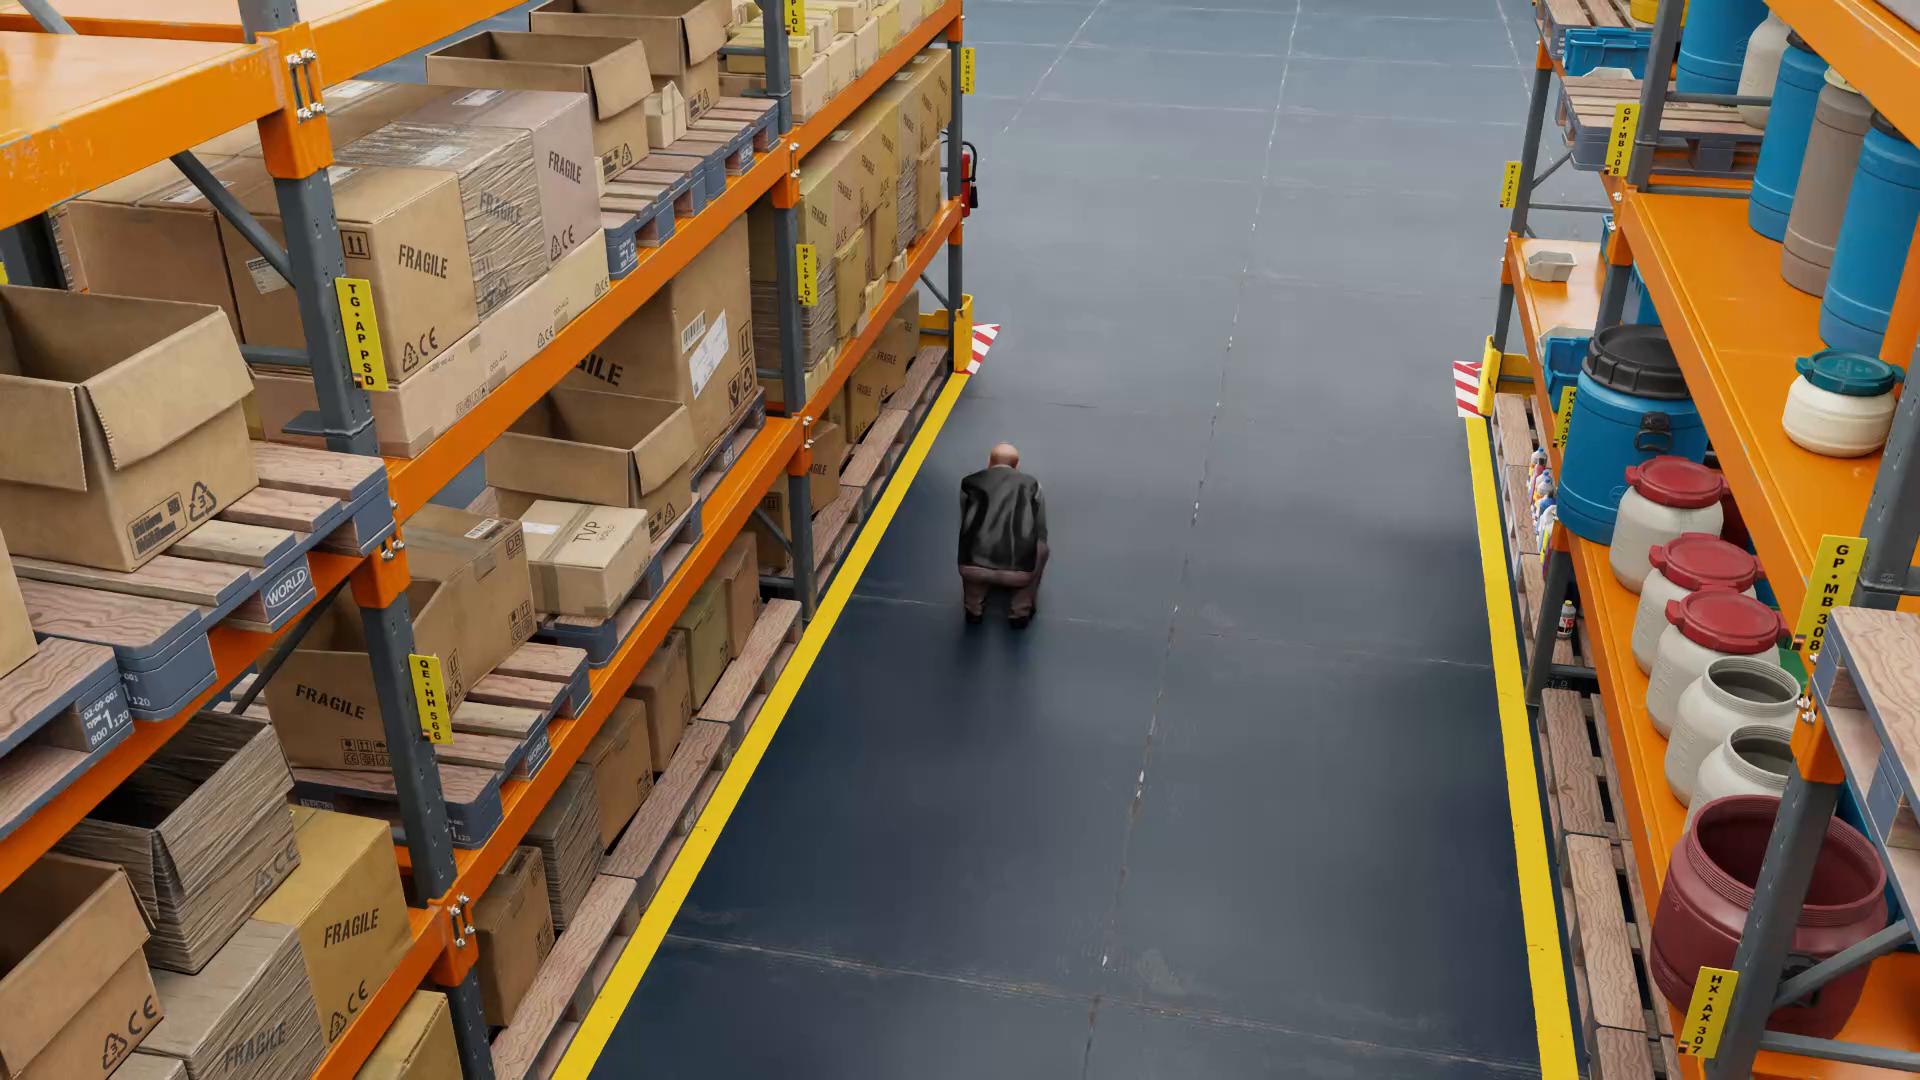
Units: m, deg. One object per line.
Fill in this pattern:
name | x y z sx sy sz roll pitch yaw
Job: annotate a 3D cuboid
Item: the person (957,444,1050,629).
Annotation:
person | 0.238 -0.005 9.561 0.535 0.864 0.871 6 29 11
